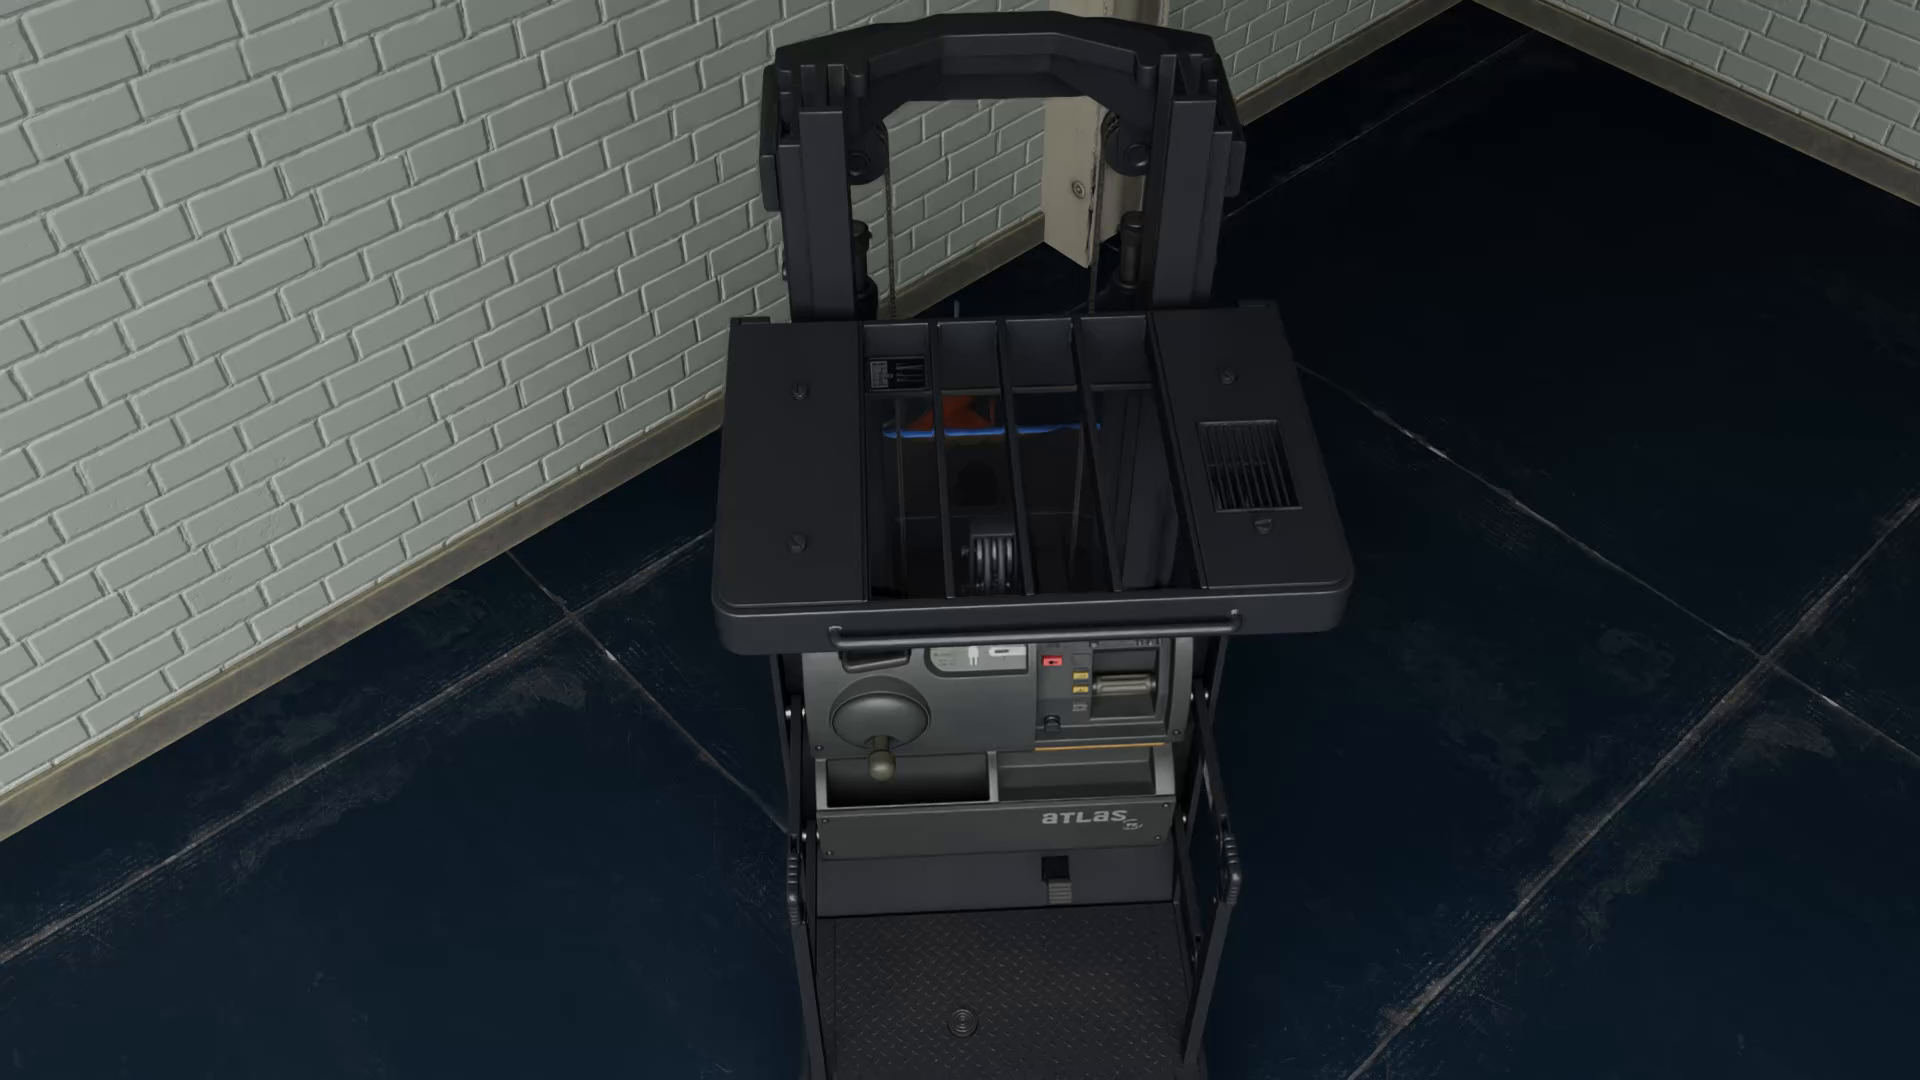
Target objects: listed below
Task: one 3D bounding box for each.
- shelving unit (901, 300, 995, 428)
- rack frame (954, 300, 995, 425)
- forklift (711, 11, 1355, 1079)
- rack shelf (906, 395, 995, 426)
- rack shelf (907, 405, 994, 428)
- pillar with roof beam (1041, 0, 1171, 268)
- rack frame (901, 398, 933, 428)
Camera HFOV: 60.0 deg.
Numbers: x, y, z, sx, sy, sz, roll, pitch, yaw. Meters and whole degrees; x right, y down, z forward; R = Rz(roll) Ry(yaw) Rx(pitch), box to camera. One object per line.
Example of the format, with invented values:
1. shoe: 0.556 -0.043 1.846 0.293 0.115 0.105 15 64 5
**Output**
1. shelving unit: -0.040 -0.330 5.840 0.252 1.050 0.215 -34 56 -27
2. rack frame: 0.051 -0.390 5.895 0.008 1.050 0.200 -34 56 -27
3. forklift: 0.105 0.463 3.829 1.130 2.935 3.031 -2 47 -2
4. rack shelf: -0.040 -0.515 5.639 0.240 0.259 0.215 -34 56 -27
5. rack shelf: -0.040 -0.322 5.847 0.240 0.259 0.215 -34 56 -27
6. pillar with roof beam: 3.500 -2.092 2.057 0.400 9.000 9.100 -34 56 -27
7. rack frame: -0.130 -0.269 5.784 0.008 1.050 0.200 -34 56 -27
